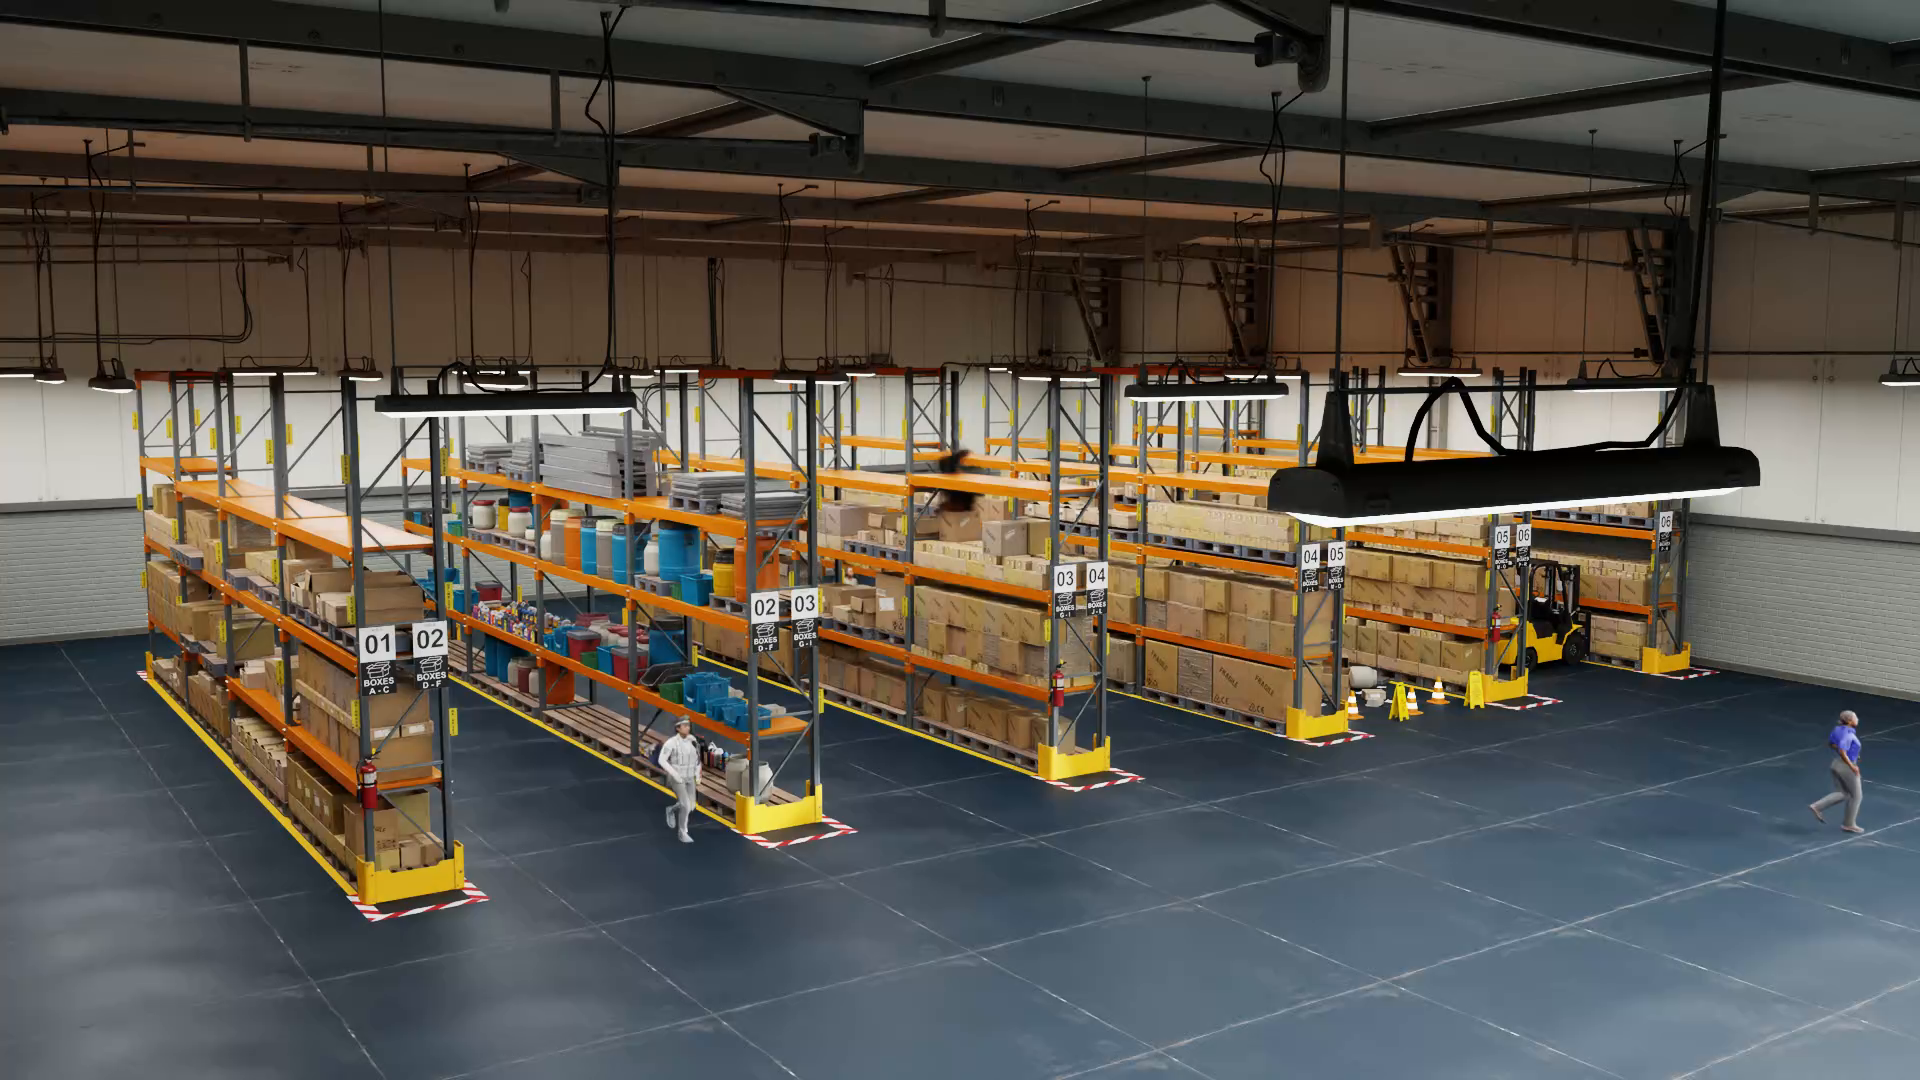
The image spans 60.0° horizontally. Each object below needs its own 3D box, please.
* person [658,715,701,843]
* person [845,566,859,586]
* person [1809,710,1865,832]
[{"bbox_3d":[-3.647,3.089,21.679,0.574,1.671,0.650,6,9,43],"label":"person"},{"bbox_3d":[-2.462,1.381,36.799,0.570,1.627,0.570,-4,8,-35],"label":"person"},{"bbox_3d":[11.664,3.054,22.004,0.684,1.649,0.576,0,6,3],"label":"person"}]
